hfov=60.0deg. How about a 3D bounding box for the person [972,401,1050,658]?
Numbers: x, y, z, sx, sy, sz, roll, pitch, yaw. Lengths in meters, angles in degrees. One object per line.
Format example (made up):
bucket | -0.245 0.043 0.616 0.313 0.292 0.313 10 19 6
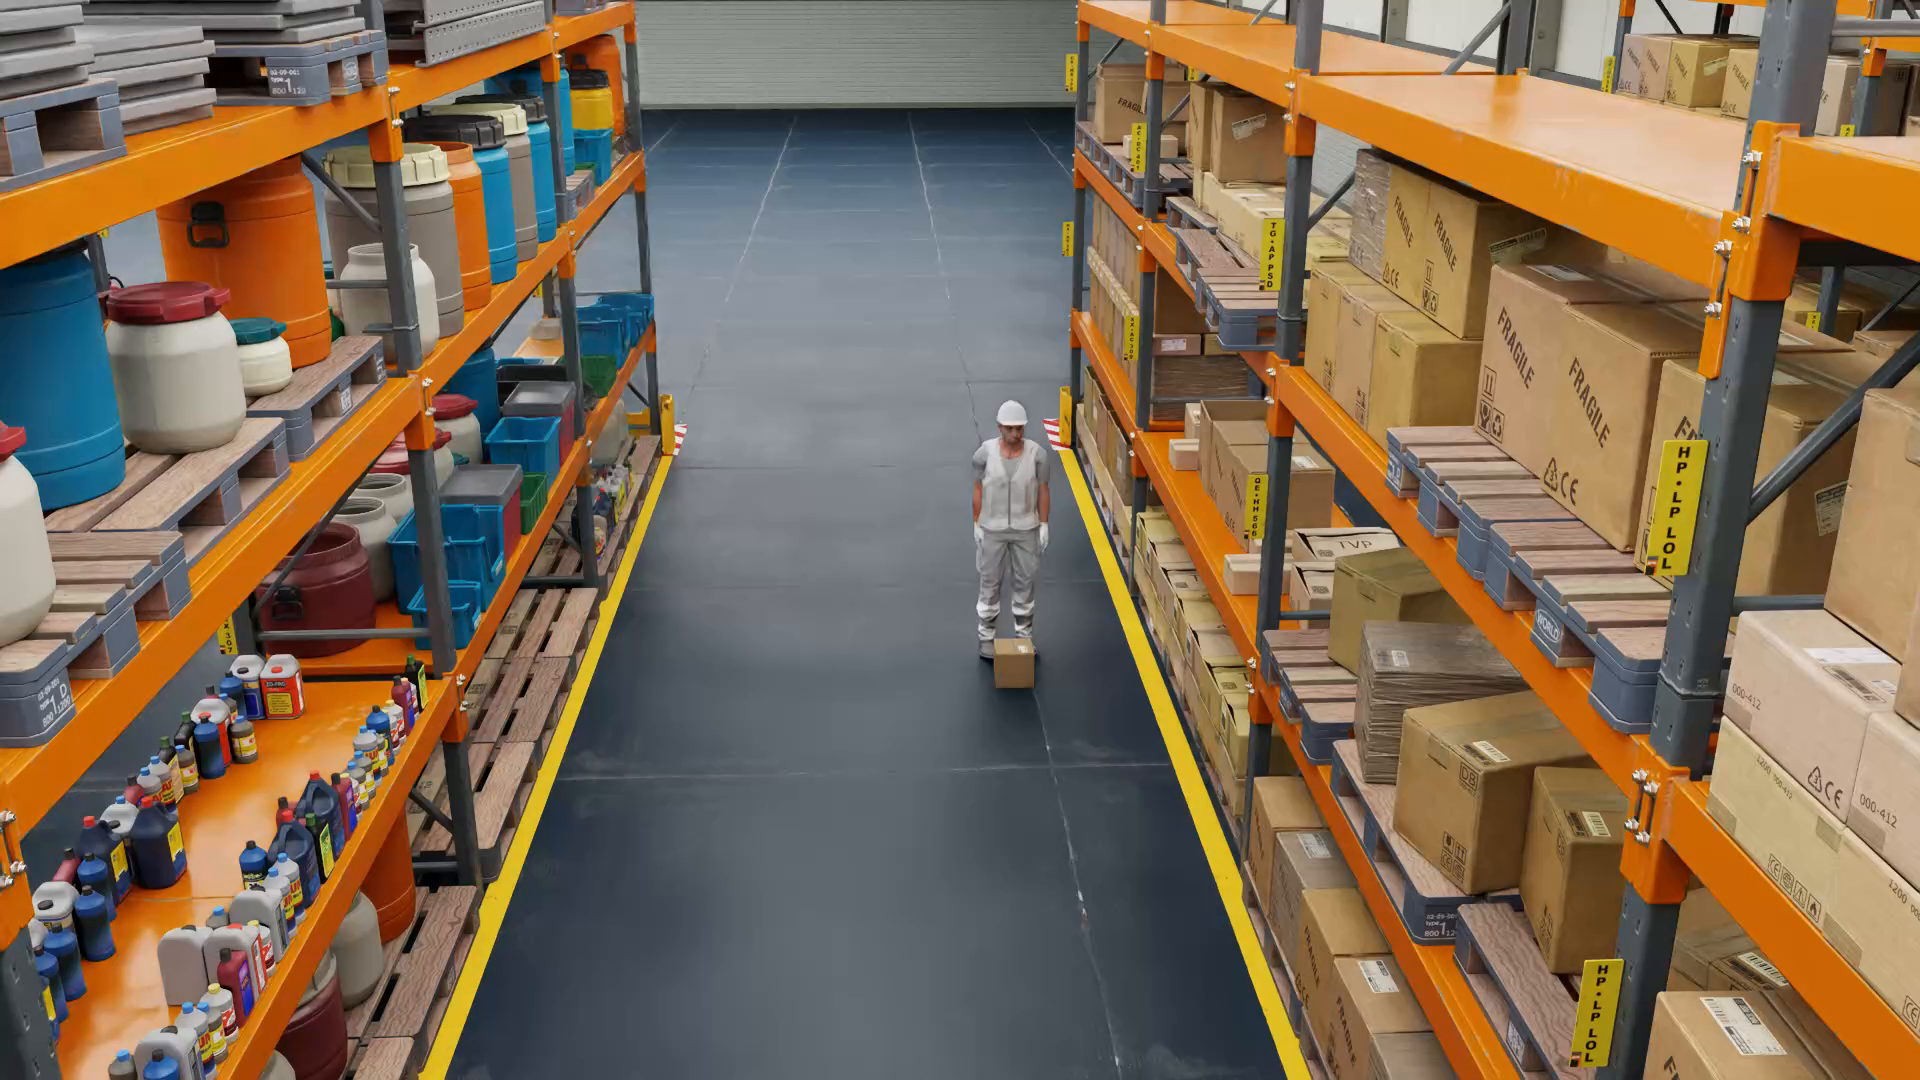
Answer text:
person | 0.342 -0.070 11.233 0.525 1.786 0.339 -1 20 -2
